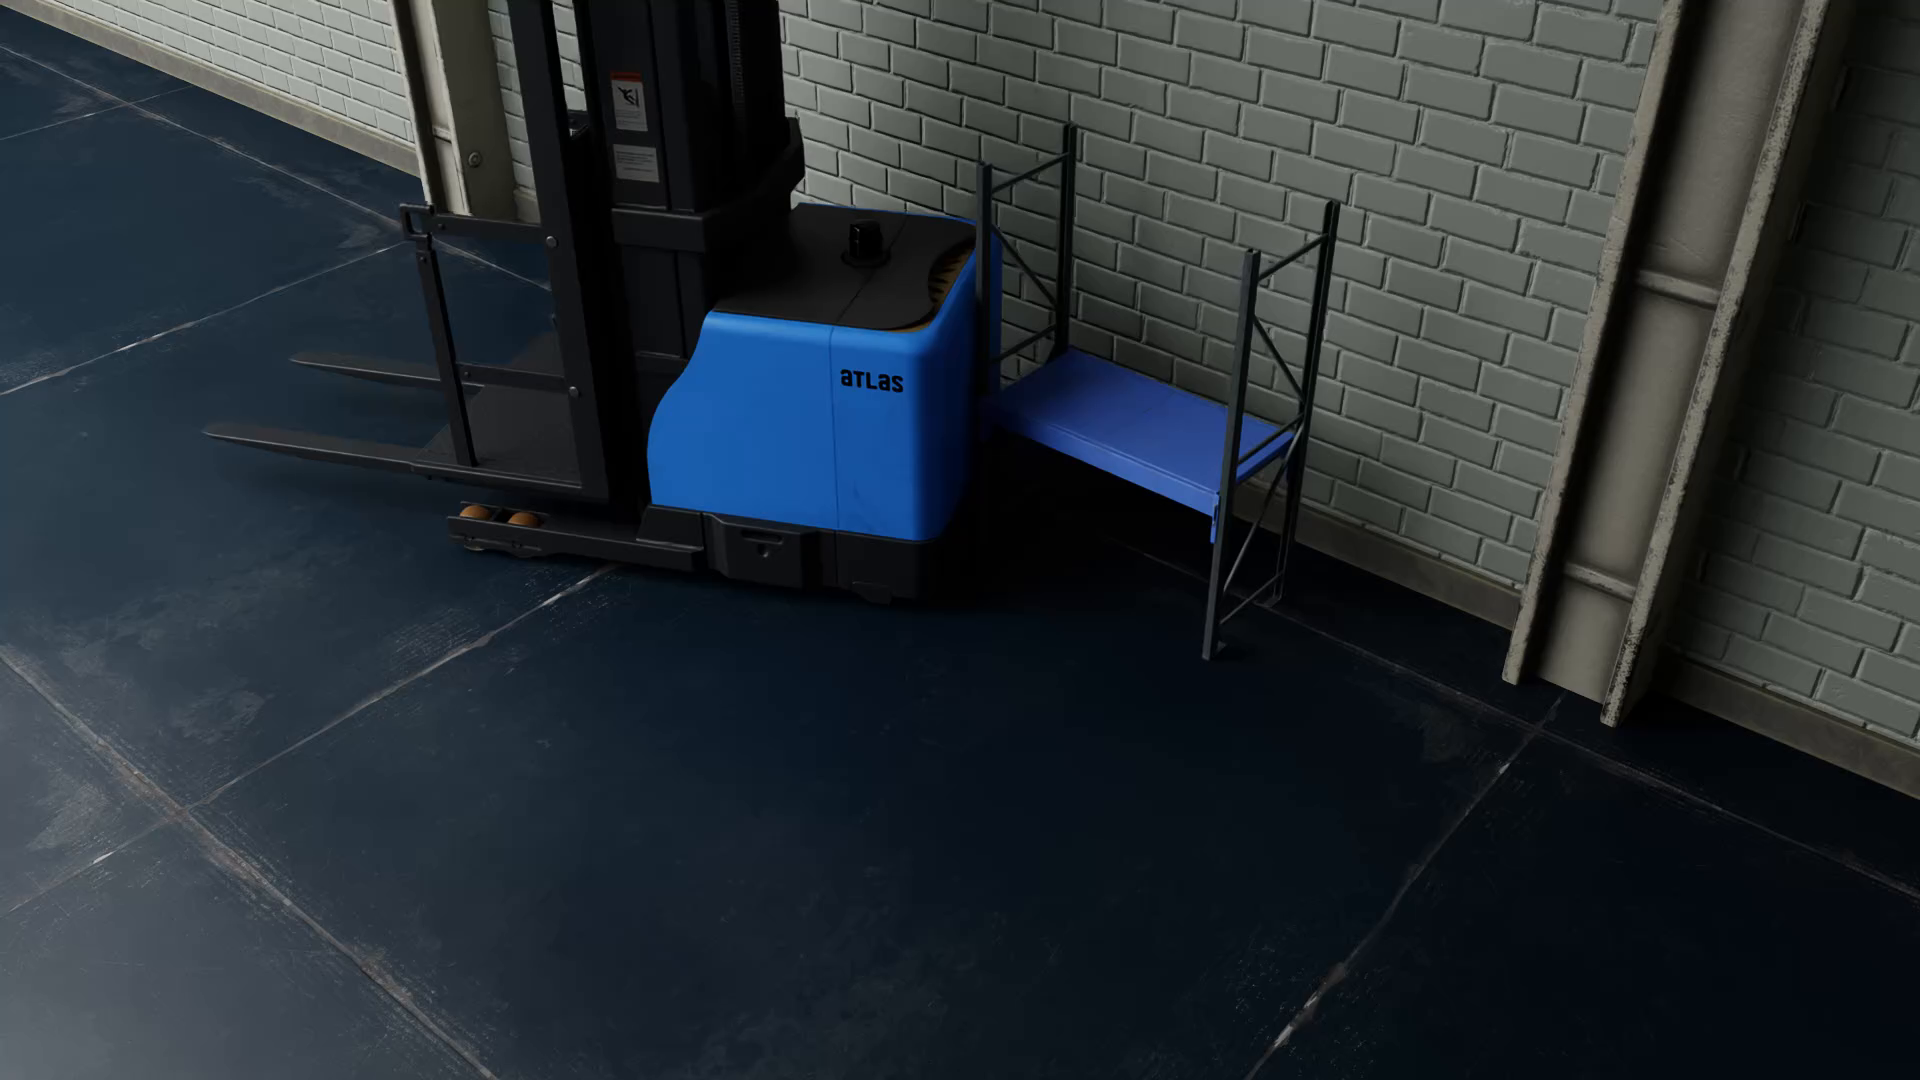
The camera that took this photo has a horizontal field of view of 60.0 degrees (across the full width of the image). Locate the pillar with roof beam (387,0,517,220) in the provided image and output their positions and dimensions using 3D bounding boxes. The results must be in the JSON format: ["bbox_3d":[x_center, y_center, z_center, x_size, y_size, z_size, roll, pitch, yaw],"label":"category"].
[{"bbox_3d":[-5.302,-3.540,3.456,0.400,9.000,9.100,25,42,32],"label":"pillar with roof beam"}]

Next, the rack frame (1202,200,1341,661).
[{"bbox_3d":[0.998,-0.318,5.389,0.032,1.500,0.500,26,42,32],"label":"rack frame"}]

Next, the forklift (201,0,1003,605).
[{"bbox_3d":[-1.405,-1.421,5.731,3.031,2.935,1.130,8,35,11],"label":"forklift"}]

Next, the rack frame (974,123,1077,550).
[{"bbox_3d":[0.226,-0.693,5.934,0.032,1.500,0.500,26,42,32],"label":"rack frame"}]

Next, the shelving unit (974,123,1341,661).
[{"bbox_3d":[0.612,-0.506,5.661,1.048,1.500,0.538,26,42,32],"label":"shelving unit"}]

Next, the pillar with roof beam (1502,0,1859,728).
[{"bbox_3d":[-0.691,-1.367,0.292,0.400,9.000,9.100,25,42,32],"label":"pillar with roof beam"}]

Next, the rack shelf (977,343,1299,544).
[{"bbox_3d":[0.612,-0.357,5.763,1.000,0.185,0.538,26,42,32],"label":"rack shelf"}]
